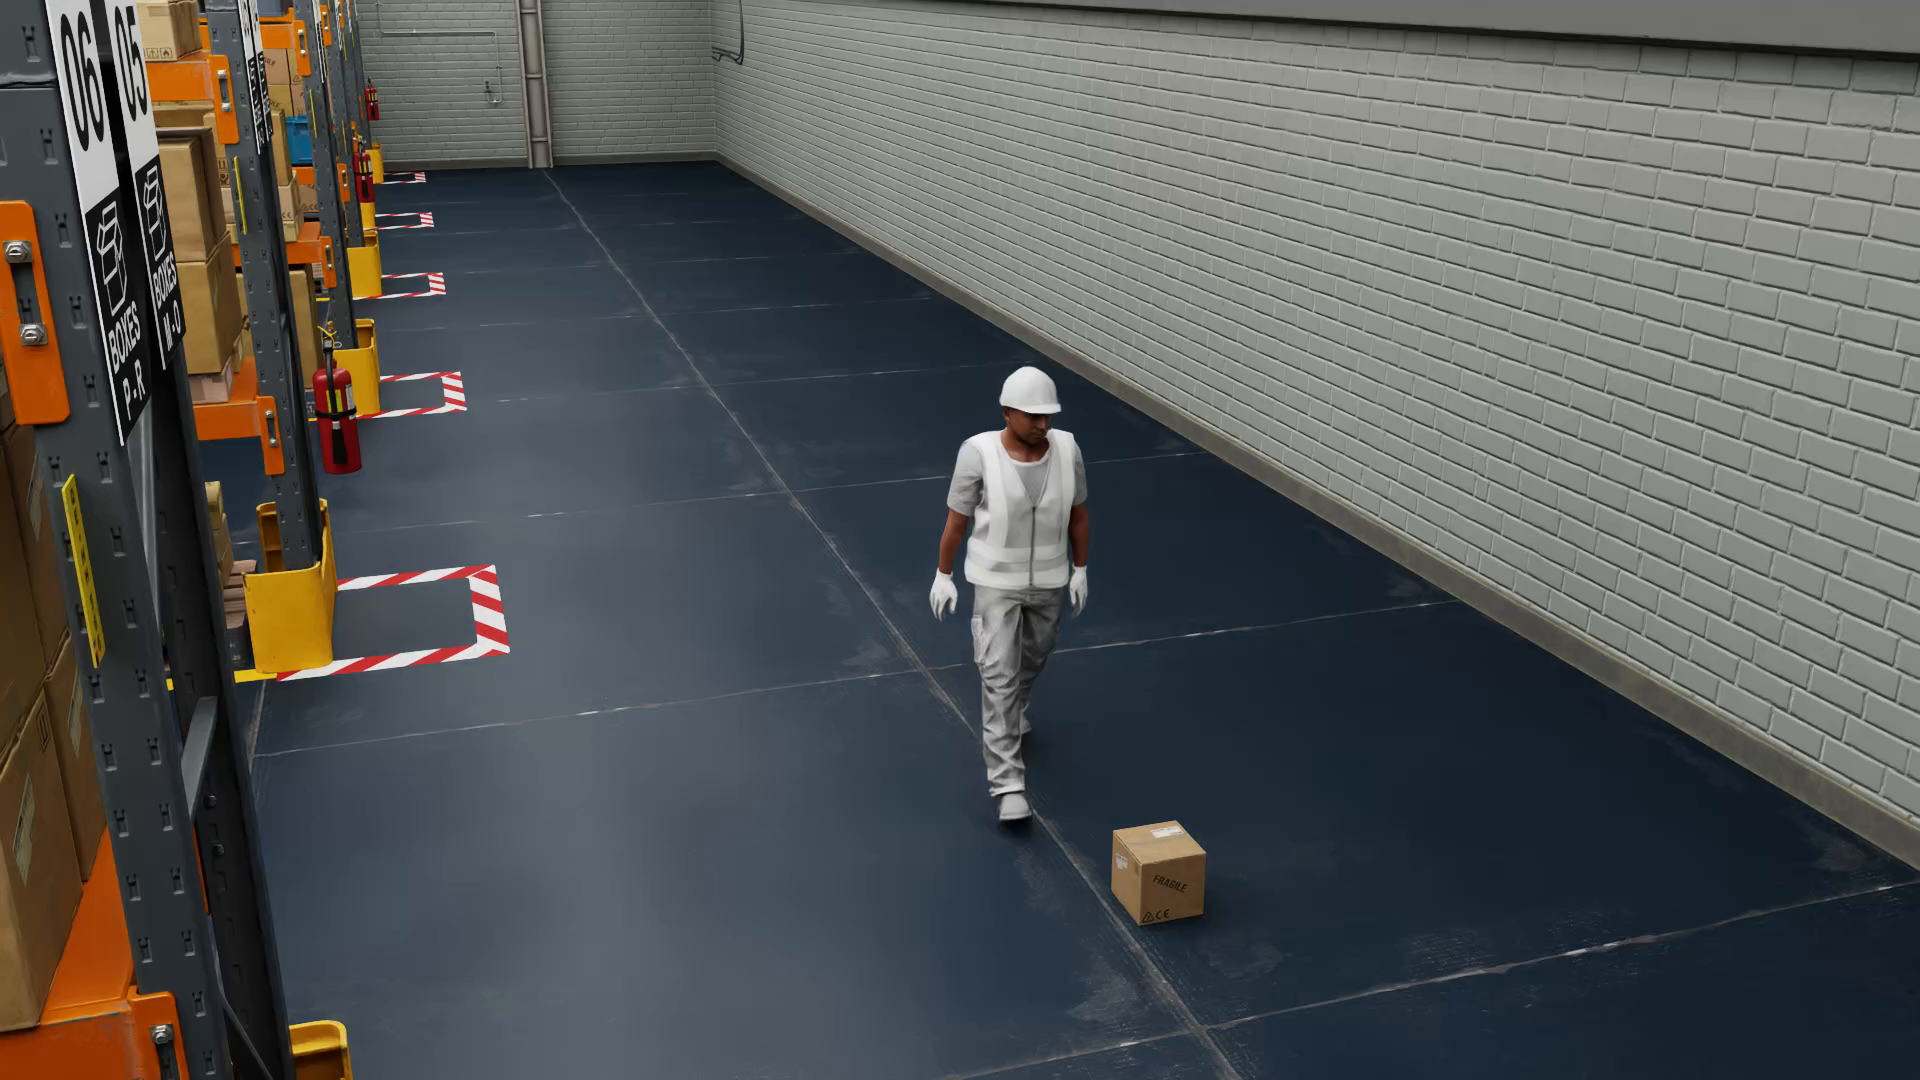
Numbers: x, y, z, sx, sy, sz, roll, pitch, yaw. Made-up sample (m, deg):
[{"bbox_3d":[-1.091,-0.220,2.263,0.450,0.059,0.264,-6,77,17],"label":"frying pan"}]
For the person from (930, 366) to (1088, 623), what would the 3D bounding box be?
[{"bbox_3d":[0.226,-0.157,6.483,0.628,1.066,0.403,-7,20,-19],"label":"person"}]
